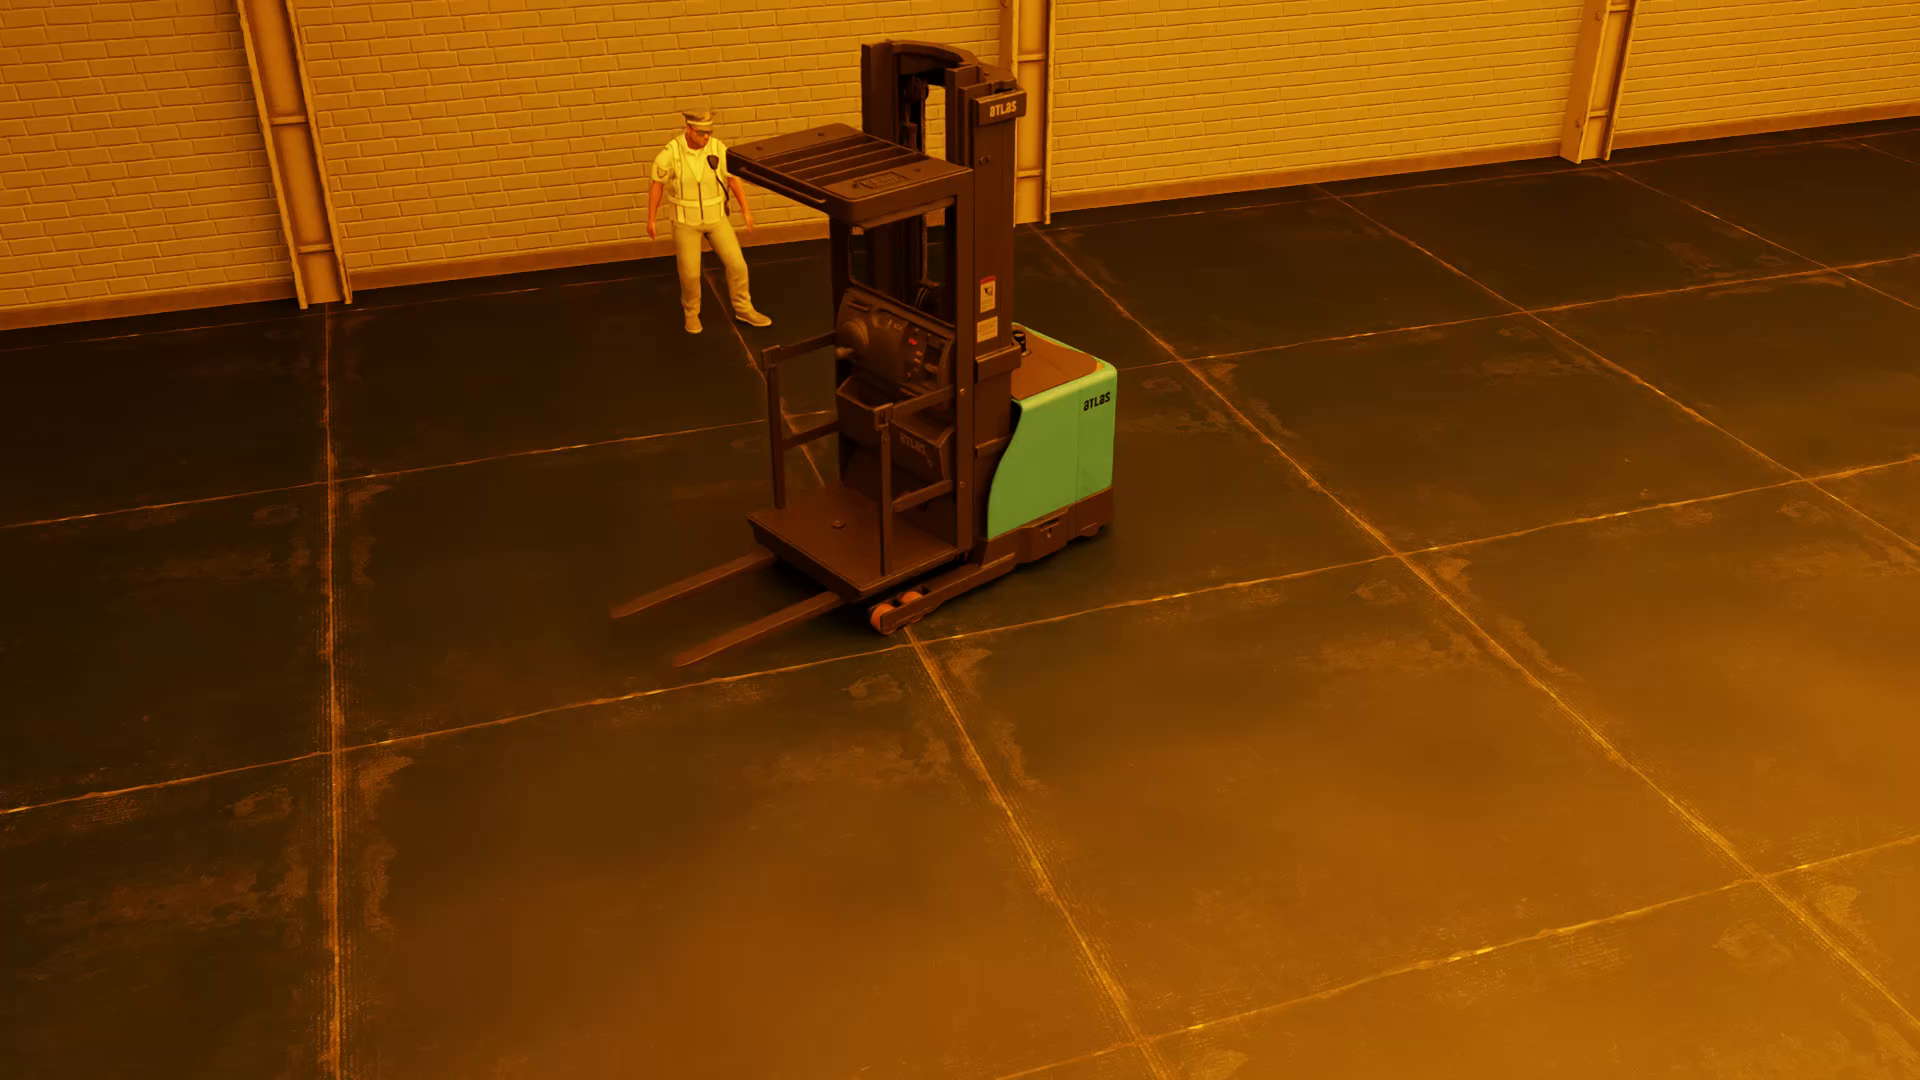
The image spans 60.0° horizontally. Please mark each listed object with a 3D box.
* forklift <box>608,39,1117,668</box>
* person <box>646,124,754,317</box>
[{"bbox_3d":[-0.518,-1.048,8.908,3.031,2.935,1.130,-23,37,-34],"label":"forklift"},{"bbox_3d":[-15961.860,-23636.323,41088.220,1463.169,2.659,99999.603,-10,31,-17],"label":"person"}]
